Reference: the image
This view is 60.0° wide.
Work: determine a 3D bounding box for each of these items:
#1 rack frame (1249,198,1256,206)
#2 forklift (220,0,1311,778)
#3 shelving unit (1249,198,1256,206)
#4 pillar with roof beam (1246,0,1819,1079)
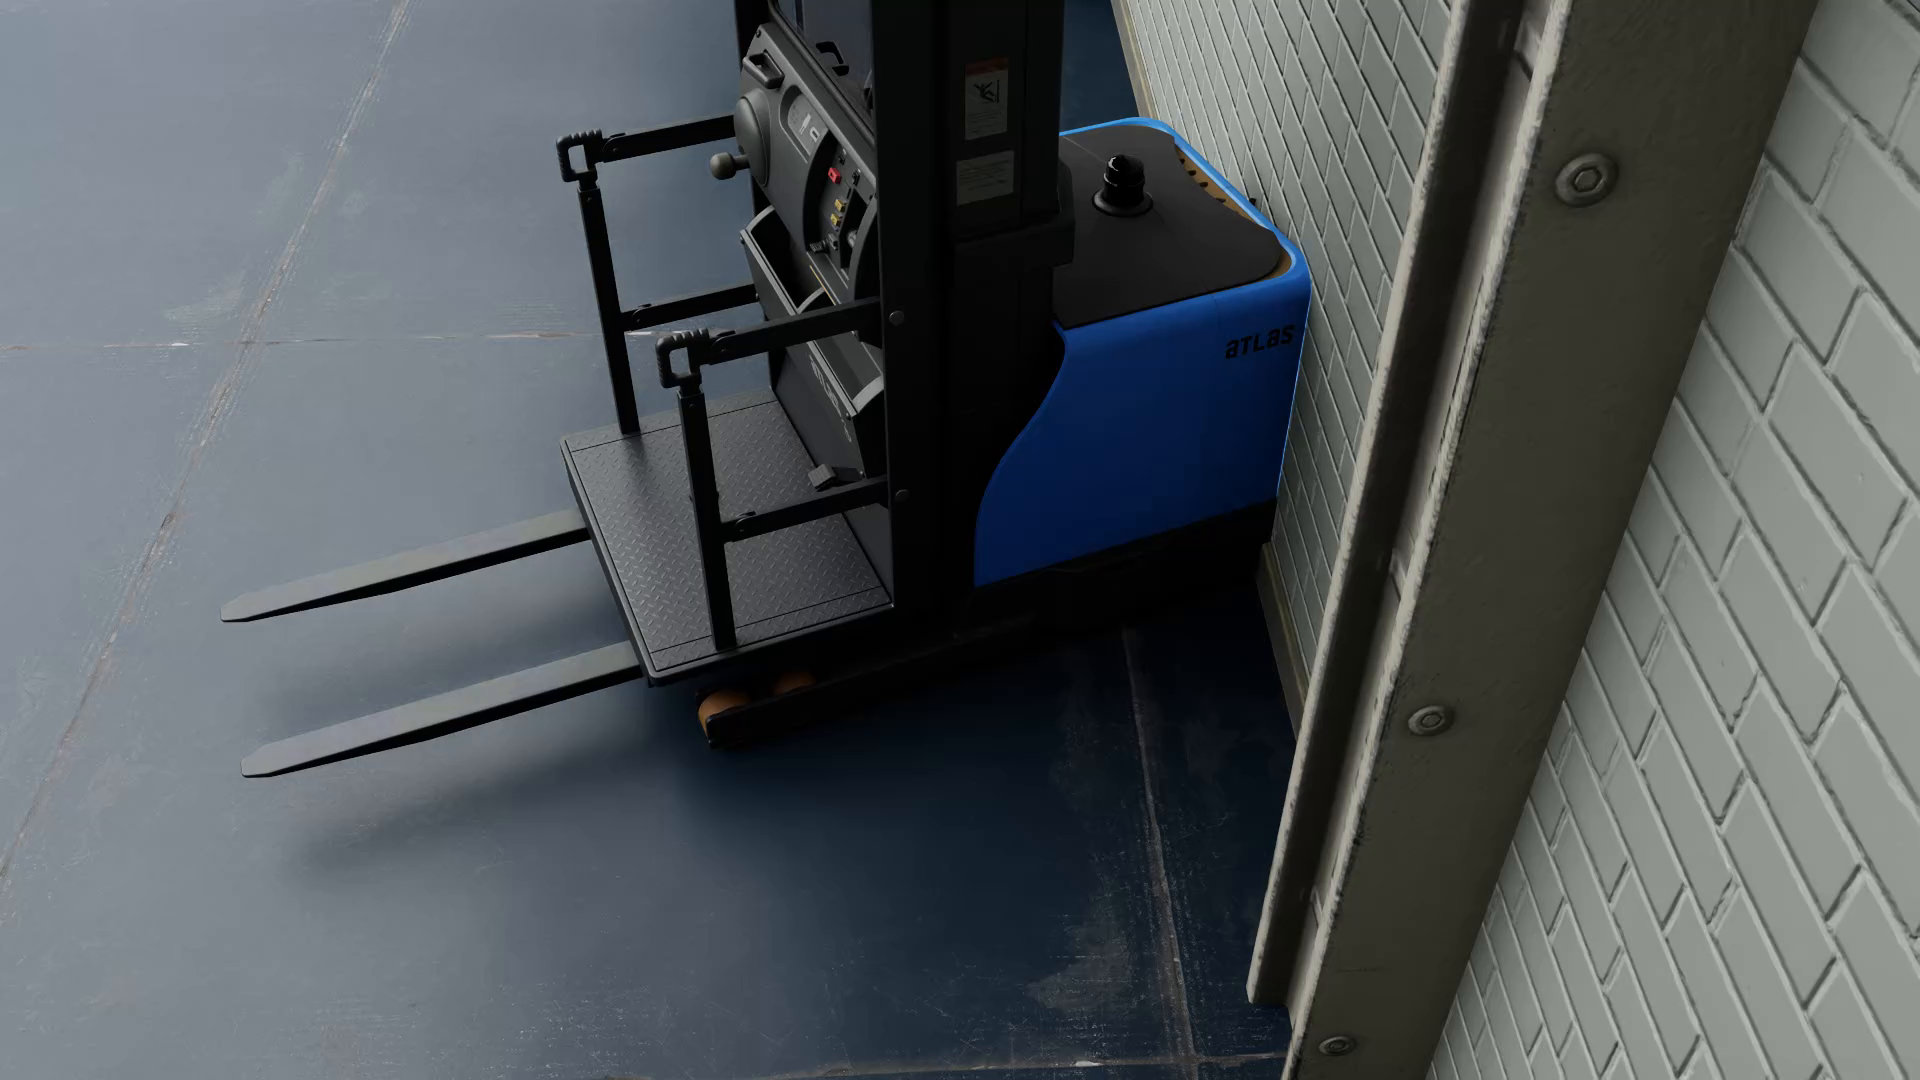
[{"bbox_3d":[0.753,-0.717,5.374,0.240,0.900,0.006,3,42,-3],"label":"rack frame"},{"bbox_3d":[-0.574,-0.916,4.080,3.031,2.935,1.130,-16,45,-17],"label":"forklift"},{"bbox_3d":[0.754,-0.648,5.299,0.258,0.900,0.210,3,42,-3],"label":"shelving unit"},{"bbox_3d":[-3.439,-1.980,0.750,9.100,9.000,0.400,-2,43,-2],"label":"pillar with roof beam"}]
